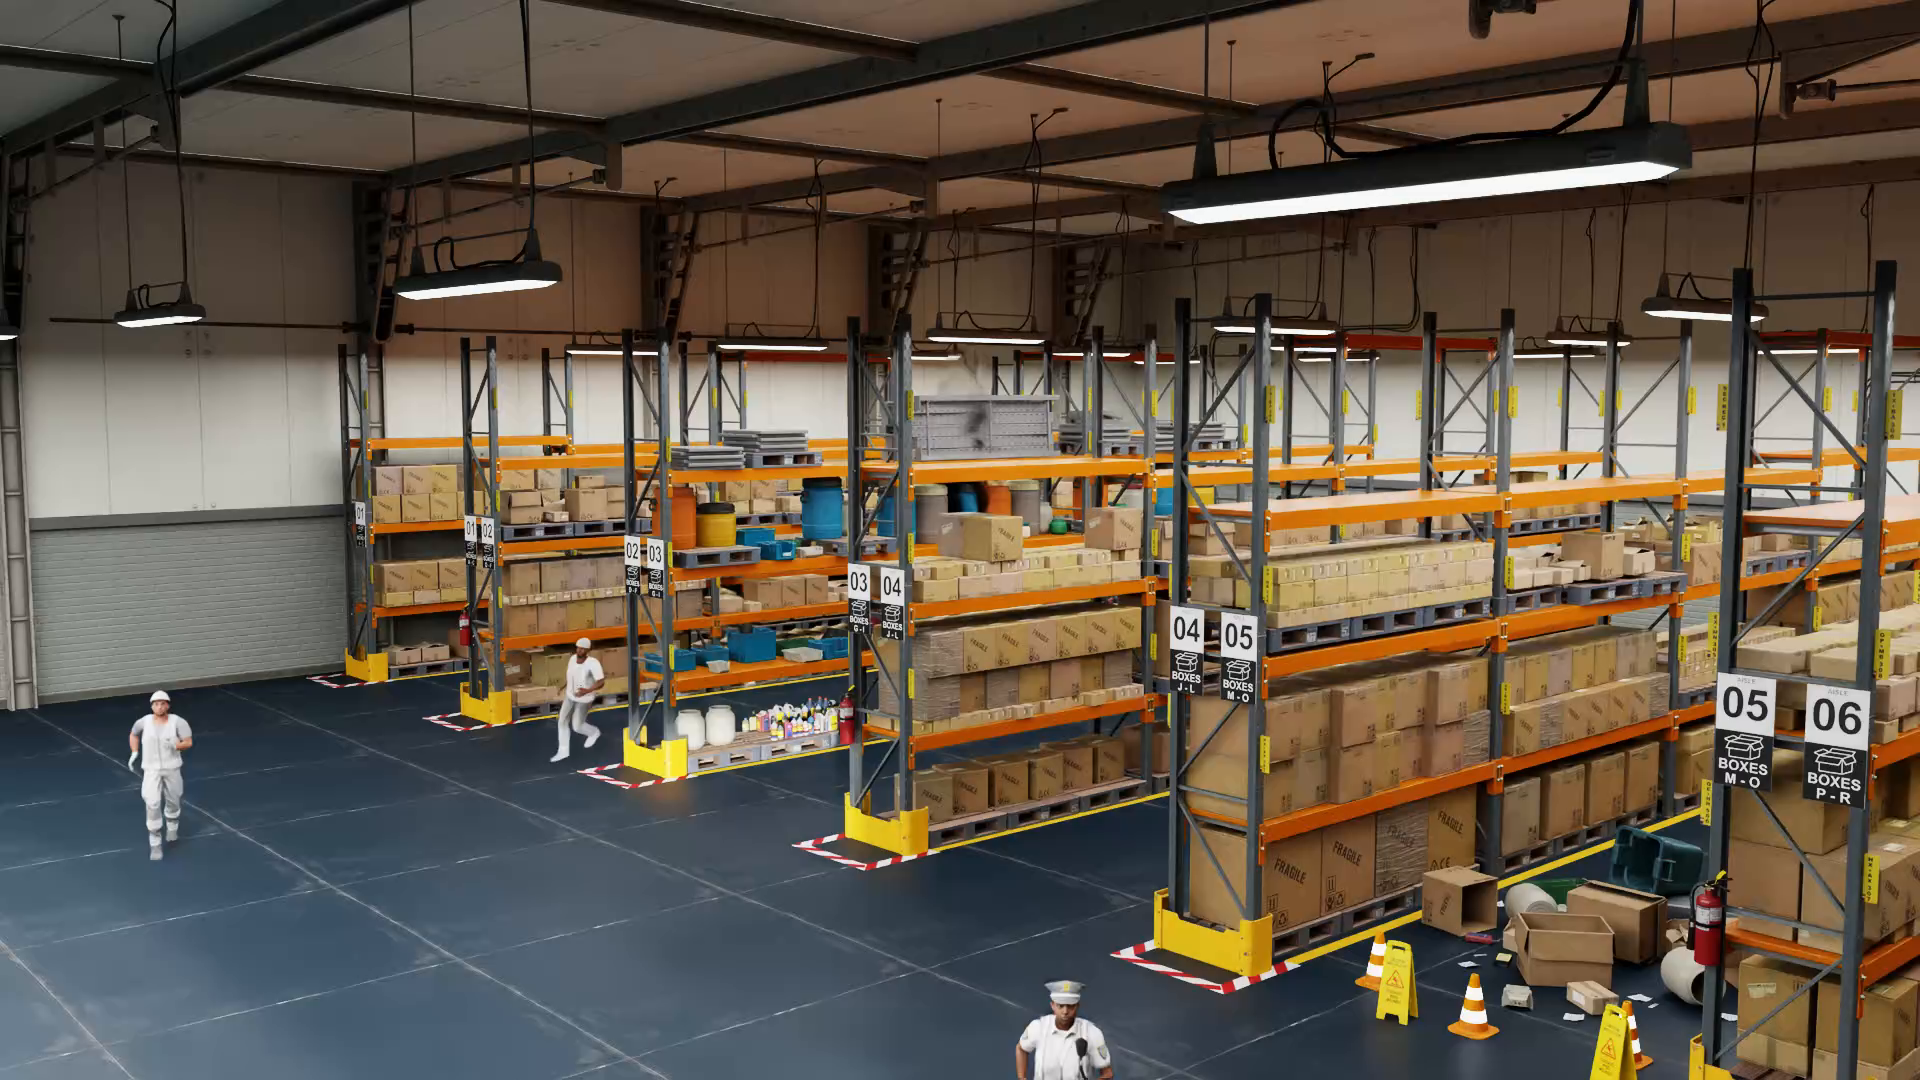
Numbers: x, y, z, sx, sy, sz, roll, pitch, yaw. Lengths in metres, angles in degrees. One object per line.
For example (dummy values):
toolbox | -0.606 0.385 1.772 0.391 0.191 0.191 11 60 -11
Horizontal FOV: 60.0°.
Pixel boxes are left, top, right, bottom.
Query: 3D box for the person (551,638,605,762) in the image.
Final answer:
person | -5.308 2.224 23.413 0.730 1.736 0.820 3 6 29

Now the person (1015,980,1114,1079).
person | 0.619 3.418 9.905 0.586 1.699 0.847 0 5 3

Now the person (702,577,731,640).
person | -4.632 1.501 31.718 0.556 1.710 0.711 5 7 42

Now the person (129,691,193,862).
person | -8.928 2.596 18.600 0.652 1.838 0.836 -2 6 -25
